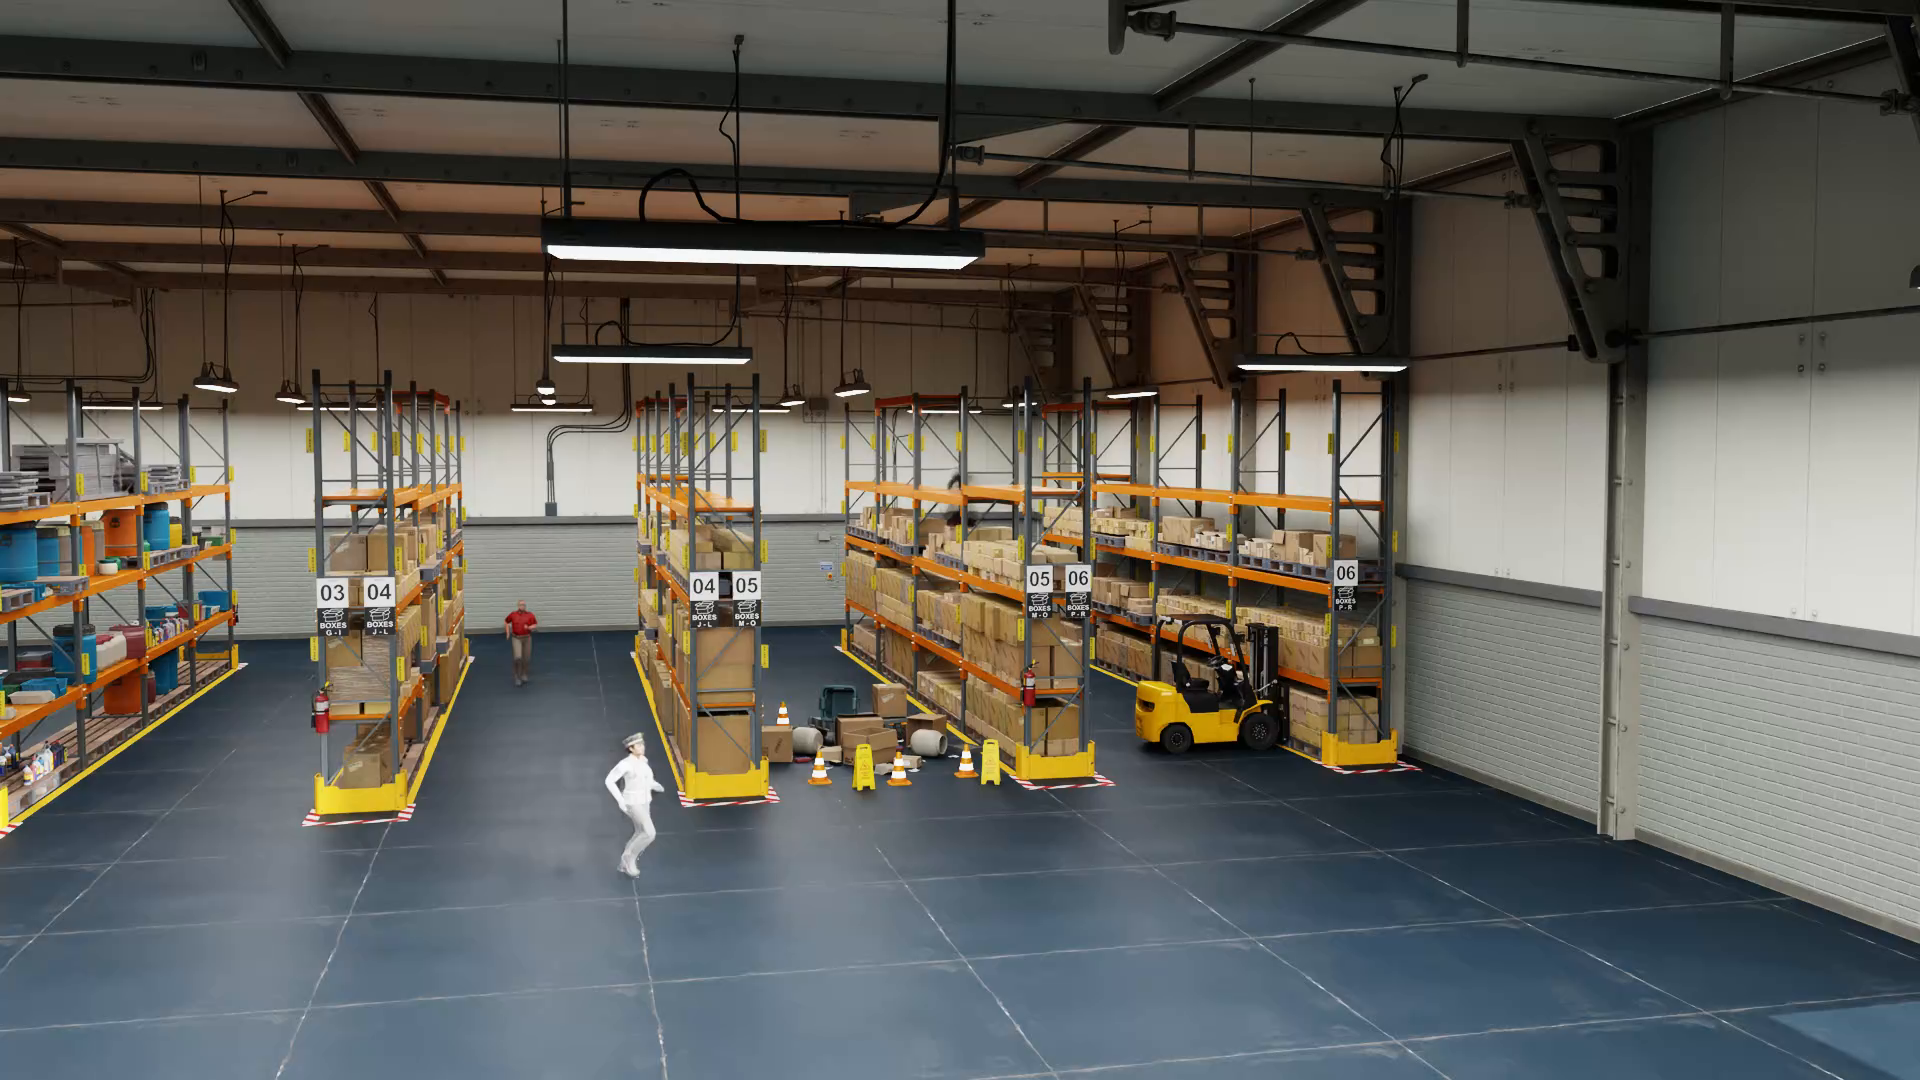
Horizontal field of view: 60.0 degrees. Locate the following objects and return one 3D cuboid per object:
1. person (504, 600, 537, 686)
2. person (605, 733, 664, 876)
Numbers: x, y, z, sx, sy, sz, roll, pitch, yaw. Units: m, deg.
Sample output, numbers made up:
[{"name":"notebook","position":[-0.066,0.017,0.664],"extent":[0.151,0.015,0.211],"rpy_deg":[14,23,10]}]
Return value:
[{"name":"person","position":[-9.138,2.151,34.675],"extent":[0.631,1.801,0.775],"rpy_deg":[-1,4,-23]},{"name":"person","position":[-3.698,3.047,19.177],"extent":[0.624,1.660,0.593],"rpy_deg":[1,4,21]}]
